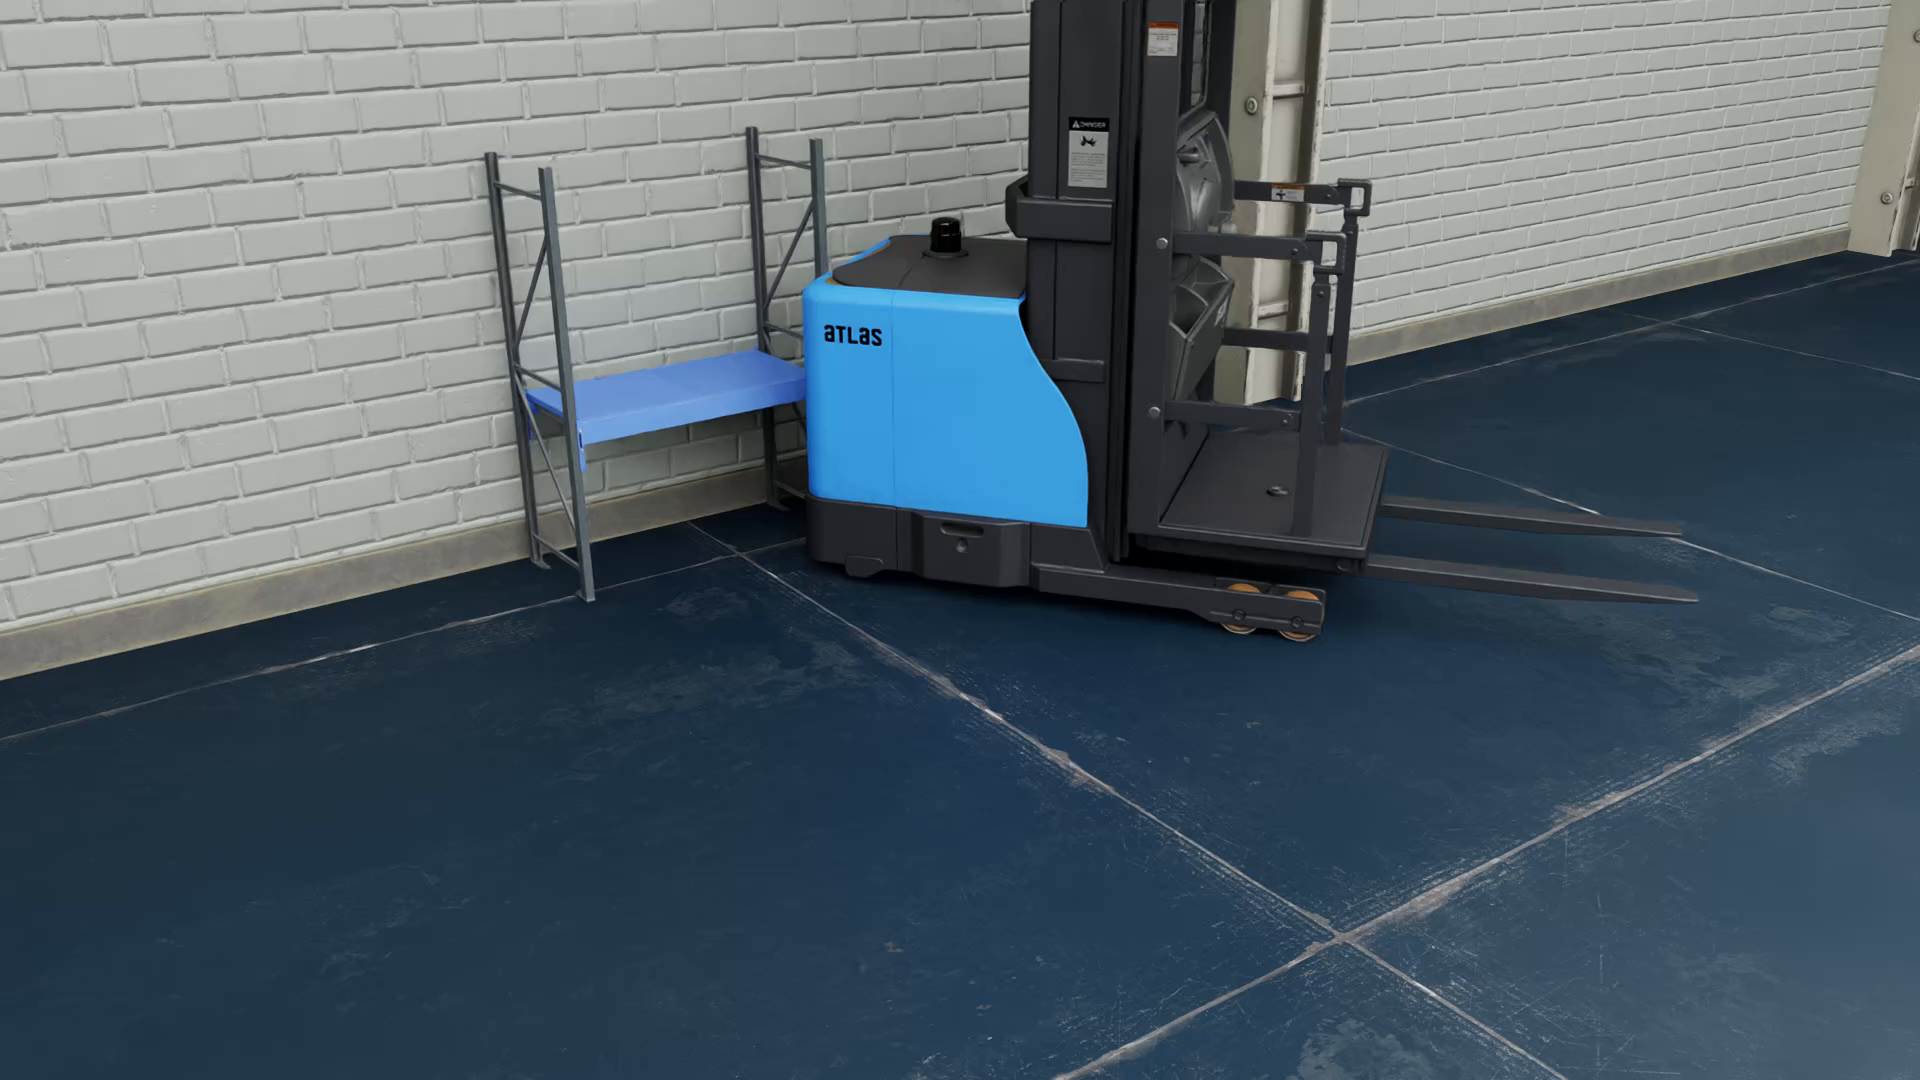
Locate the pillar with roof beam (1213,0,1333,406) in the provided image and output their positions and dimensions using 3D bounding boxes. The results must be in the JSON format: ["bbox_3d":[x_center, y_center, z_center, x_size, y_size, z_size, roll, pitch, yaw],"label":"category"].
[{"bbox_3d":[3.934,-3.575,3.213,0.400,9.000,9.100,-15,26,-33],"label":"pillar with roof beam"}]

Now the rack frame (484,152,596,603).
[{"bbox_3d":[-1.451,-0.553,5.751,0.032,1.500,0.500,-15,25,-33],"label":"rack frame"}]

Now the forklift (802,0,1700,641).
[{"bbox_3d":[1.014,-1.244,5.559,3.031,2.935,1.130,7,23,16],"label":"forklift"}]

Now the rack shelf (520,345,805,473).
[{"bbox_3d":[-1.039,-0.498,6.095,1.000,0.185,0.538,-15,25,-33],"label":"rack shelf"}]

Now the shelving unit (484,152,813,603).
[{"bbox_3d":[-1.045,-0.665,6.028,1.039,1.500,0.538,-15,25,-33],"label":"shelving unit"}]

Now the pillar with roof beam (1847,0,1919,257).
[{"bbox_3d":[8.805,-4.874,6.468,0.400,9.000,9.100,-15,26,-33],"label":"pillar with roof beam"}]

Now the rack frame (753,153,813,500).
[{"bbox_3d":[-0.634,-0.780,6.312,0.013,1.308,0.475,-15,25,-33],"label":"rack frame"}]
